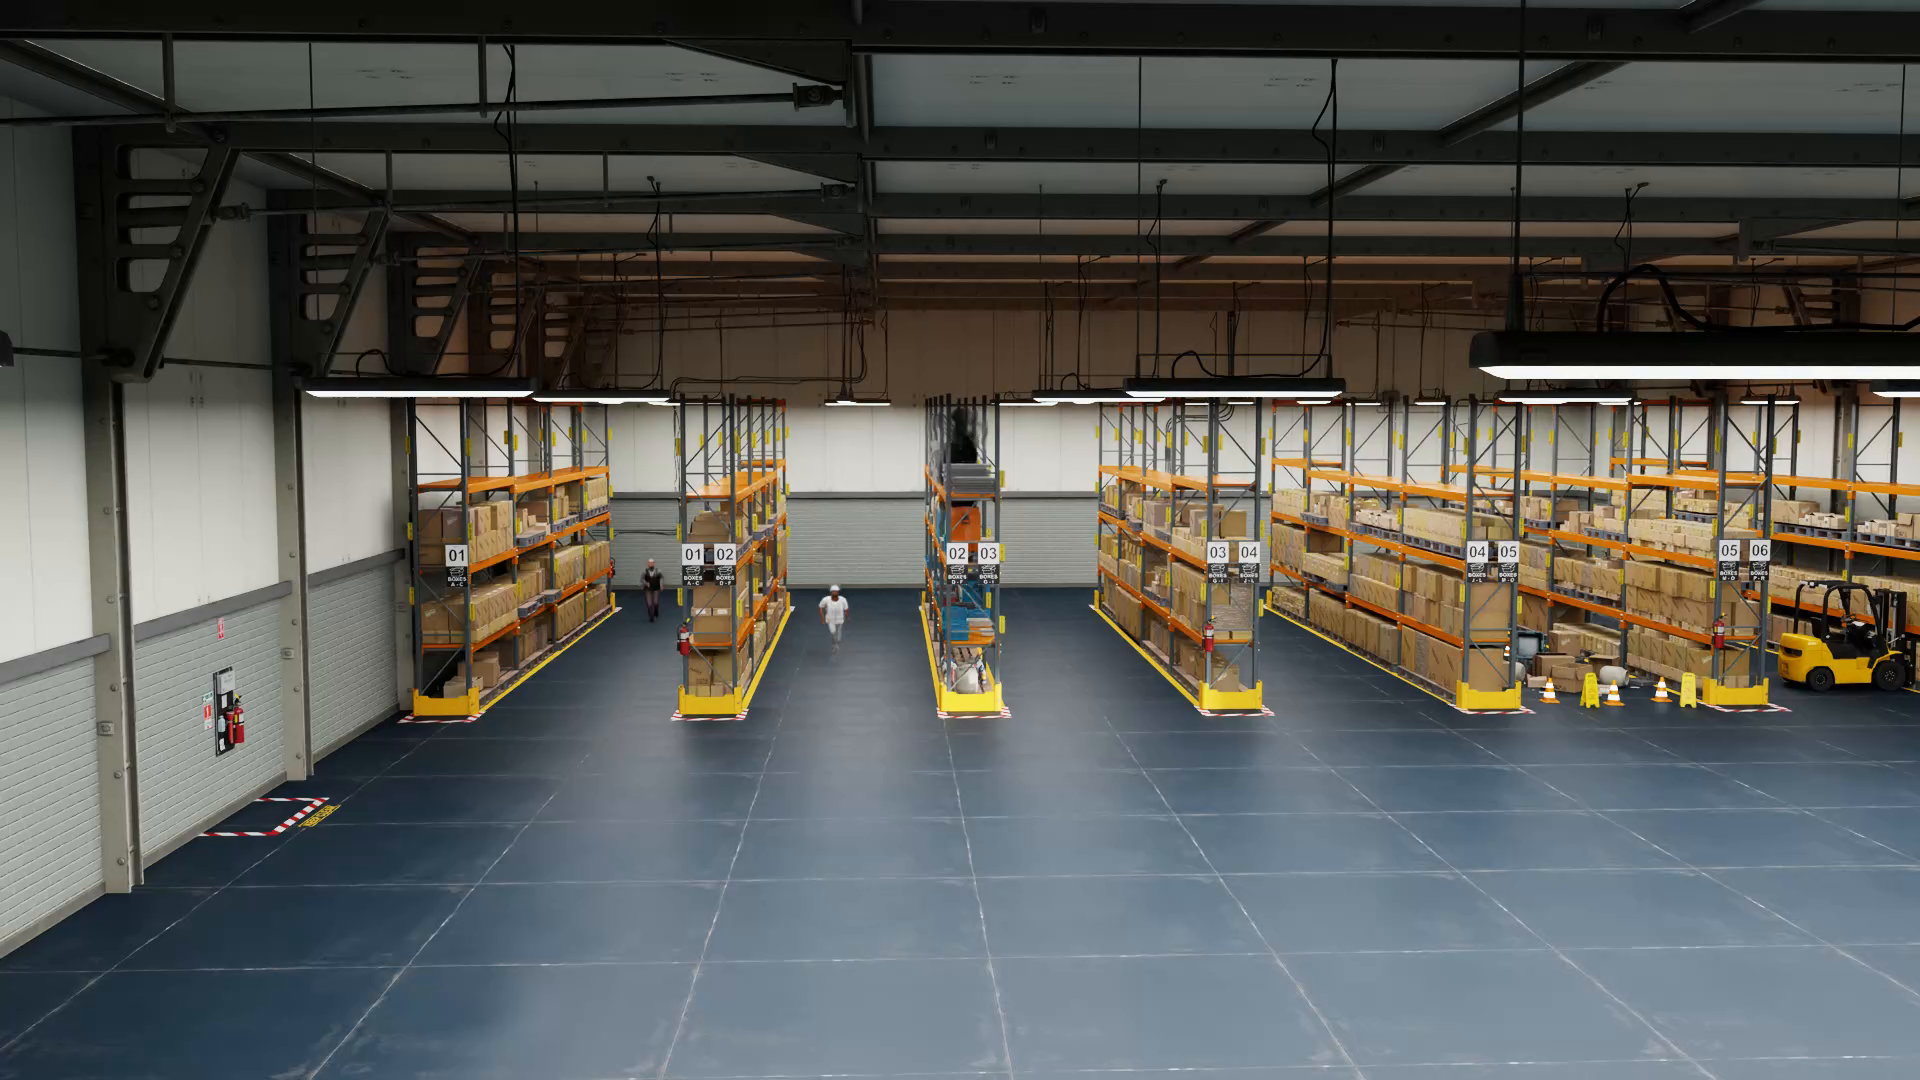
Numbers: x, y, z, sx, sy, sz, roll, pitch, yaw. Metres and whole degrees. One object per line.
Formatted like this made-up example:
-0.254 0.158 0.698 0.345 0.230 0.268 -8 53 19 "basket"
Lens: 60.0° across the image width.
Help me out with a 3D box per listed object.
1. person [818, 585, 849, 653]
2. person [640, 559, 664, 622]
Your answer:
-2.863 1.819 37.798 0.683 1.615 0.939 -1 5 -15 "person"
-8.251 1.363 44.584 0.652 1.680 0.558 -1 5 -10 "person"
